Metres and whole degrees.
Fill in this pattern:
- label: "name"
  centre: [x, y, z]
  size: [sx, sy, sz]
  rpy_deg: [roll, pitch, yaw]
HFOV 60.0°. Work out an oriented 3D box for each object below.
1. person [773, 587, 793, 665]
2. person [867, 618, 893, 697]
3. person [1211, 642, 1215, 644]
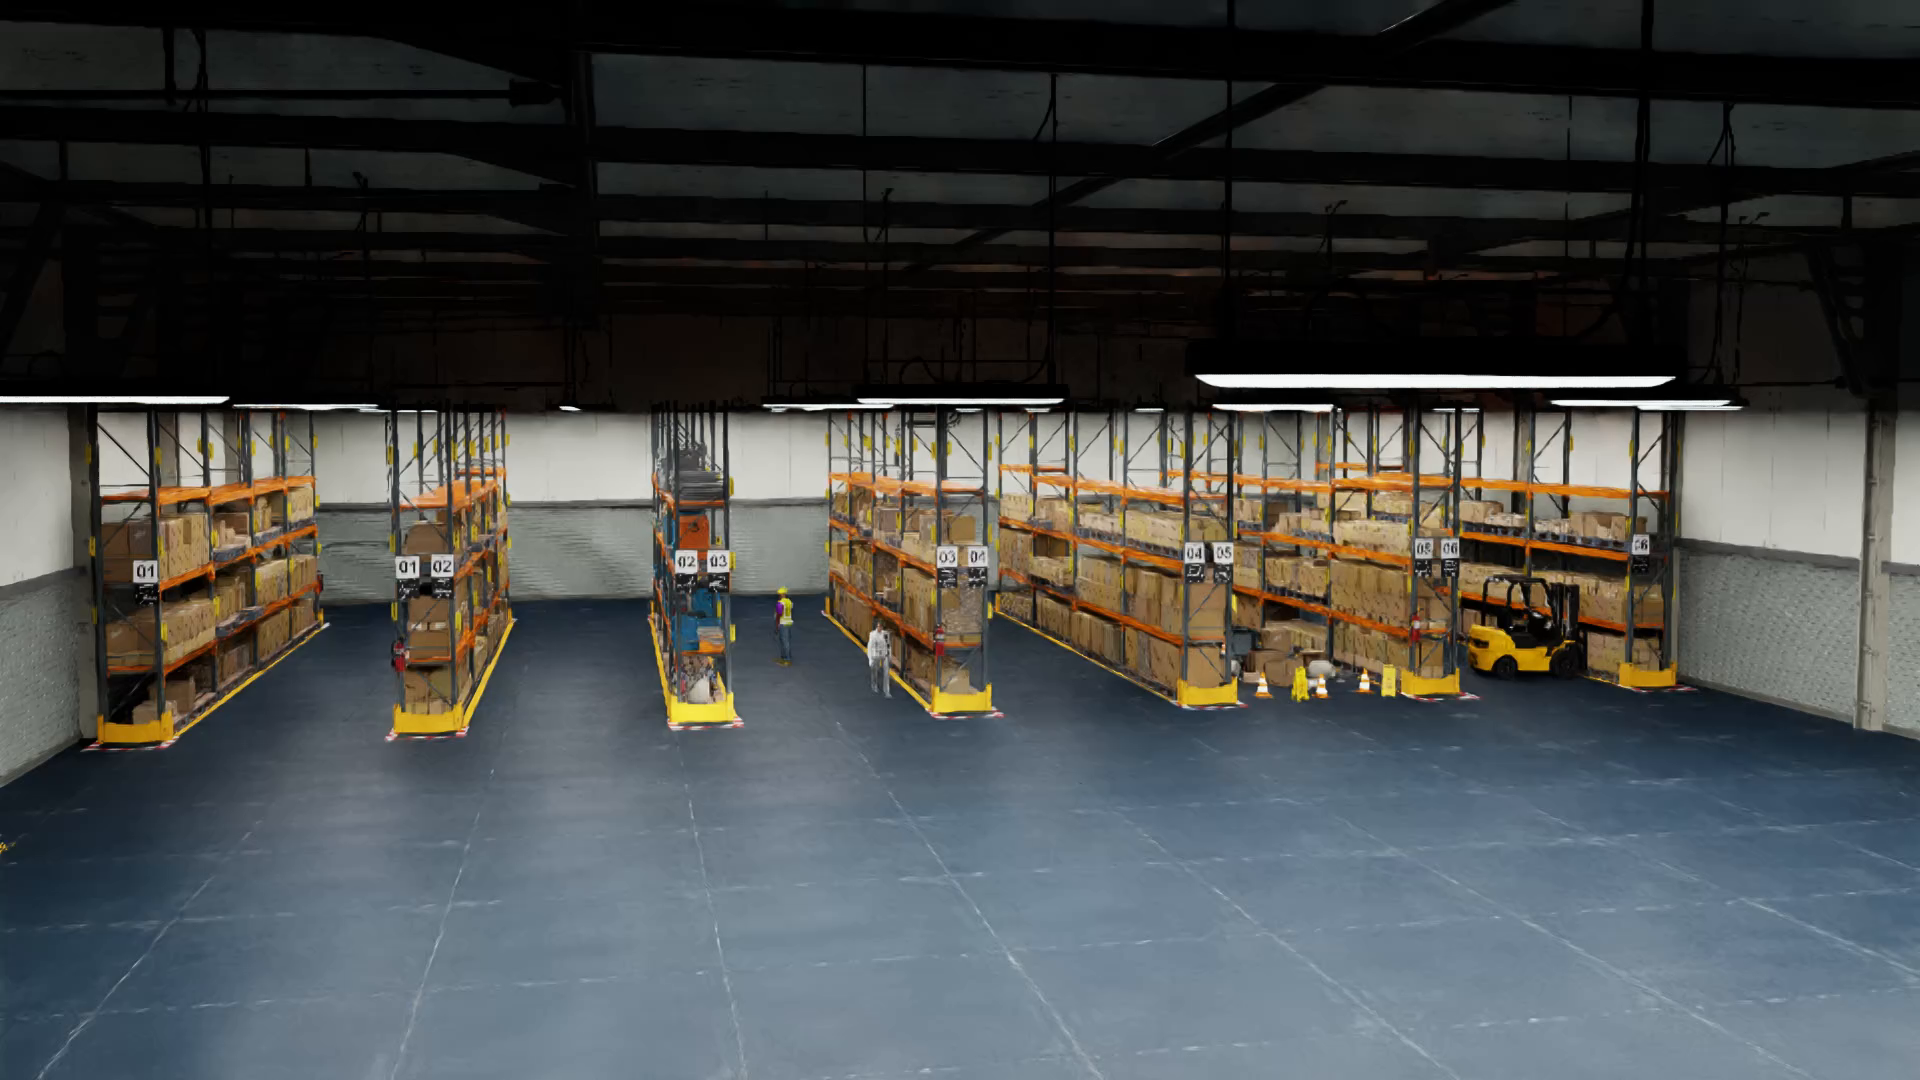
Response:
- label: "person"
  centre: [-4.083, 1.949, 38.188]
  size: [0.580, 1.763, 0.673]
  rpy_deg: [1, 5, 18]
- label: "person"
  centre: [-1.637, 2.361, 33.819]
  size: [0.495, 1.589, 1.086]
  rpy_deg: [-1, 4, -9]
- label: "person"
  centre: [5.885, 1.896, 39.703]
  size: [0.534, 1.662, 0.557]
  rpy_deg: [1, 5, 18]
